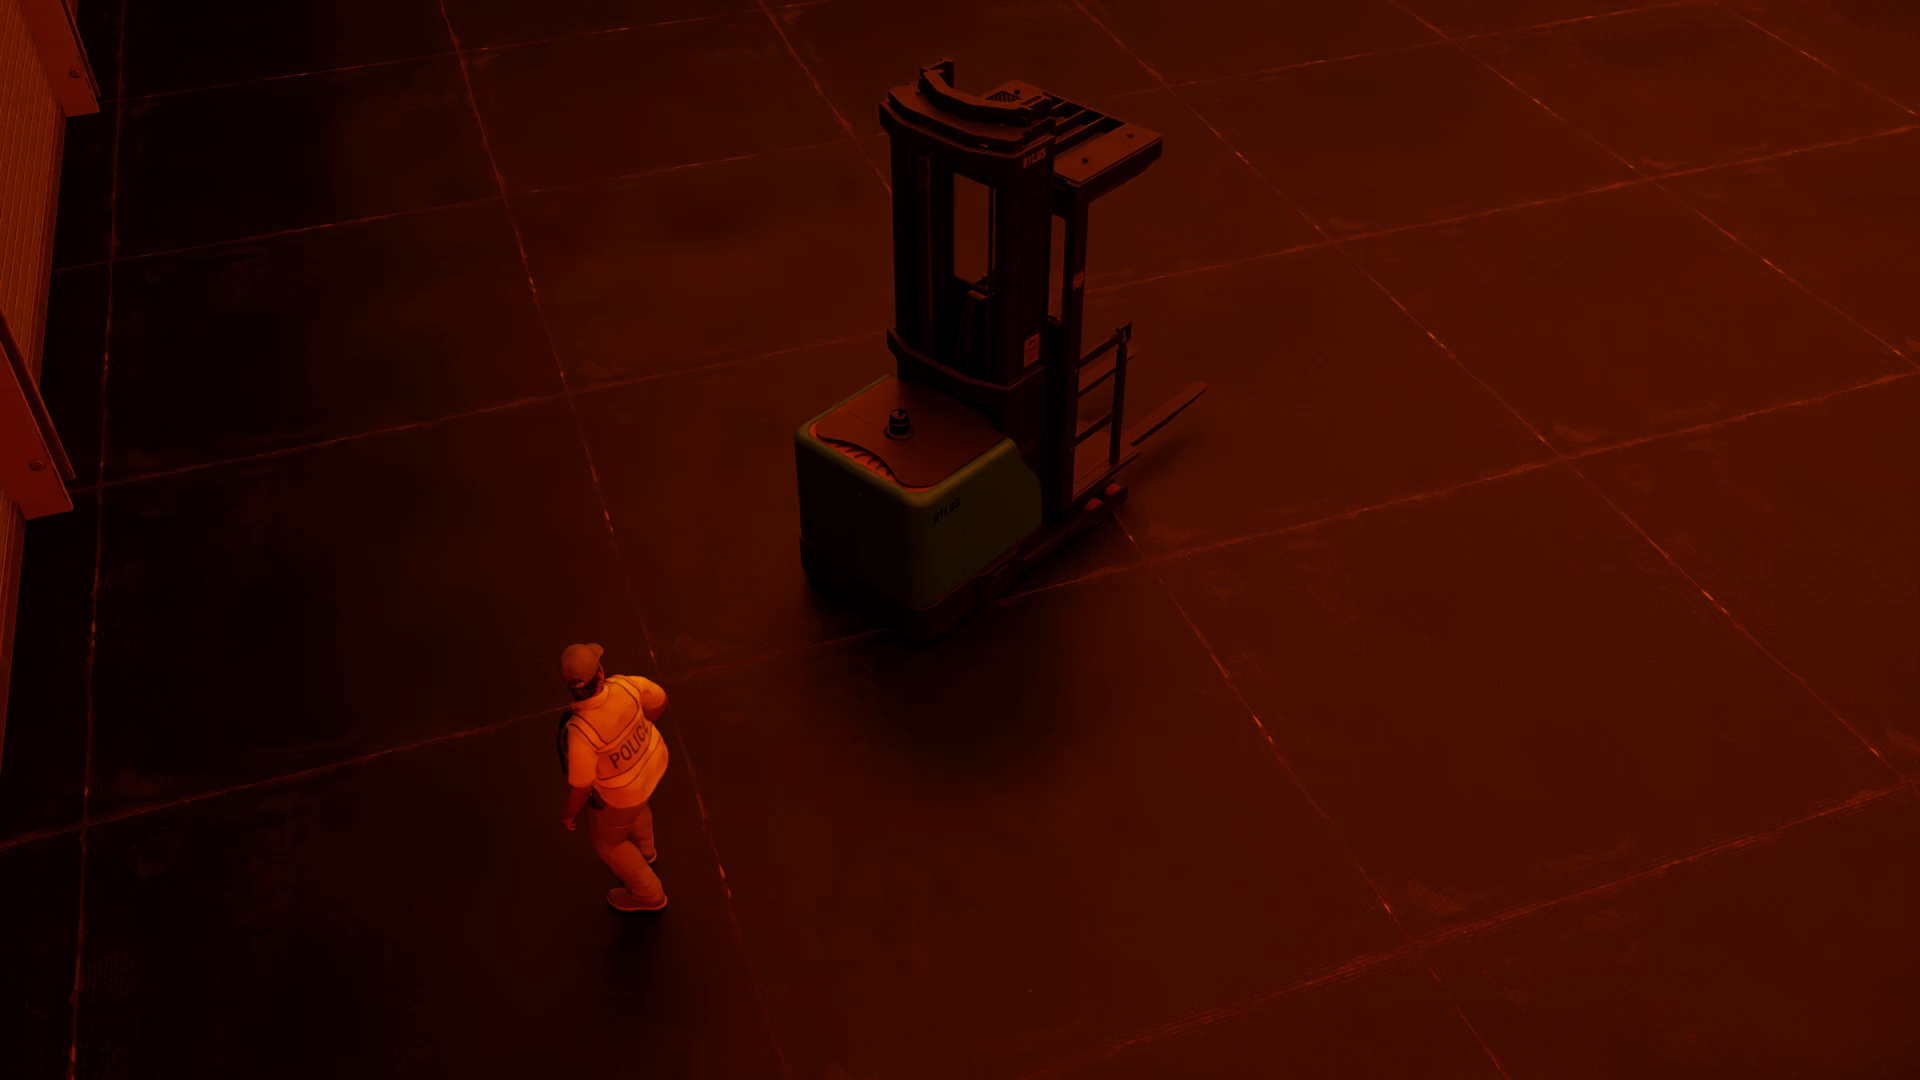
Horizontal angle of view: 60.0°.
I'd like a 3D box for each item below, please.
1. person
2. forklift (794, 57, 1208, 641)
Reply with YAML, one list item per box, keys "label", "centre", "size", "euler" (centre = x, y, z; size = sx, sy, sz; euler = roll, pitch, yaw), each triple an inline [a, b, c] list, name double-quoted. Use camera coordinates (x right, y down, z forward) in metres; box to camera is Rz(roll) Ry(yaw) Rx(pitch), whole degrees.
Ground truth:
- label: "person"
  centre: [-1.634, 1.096, 7.696]
  size: [0.512, 1.646, 0.686]
  euler: [14, 42, 16]
- label: "forklift"
  centre: [0.408, -1.414, 9.681]
  size: [1.130, 2.935, 3.031]
  euler: [30, 48, 31]
